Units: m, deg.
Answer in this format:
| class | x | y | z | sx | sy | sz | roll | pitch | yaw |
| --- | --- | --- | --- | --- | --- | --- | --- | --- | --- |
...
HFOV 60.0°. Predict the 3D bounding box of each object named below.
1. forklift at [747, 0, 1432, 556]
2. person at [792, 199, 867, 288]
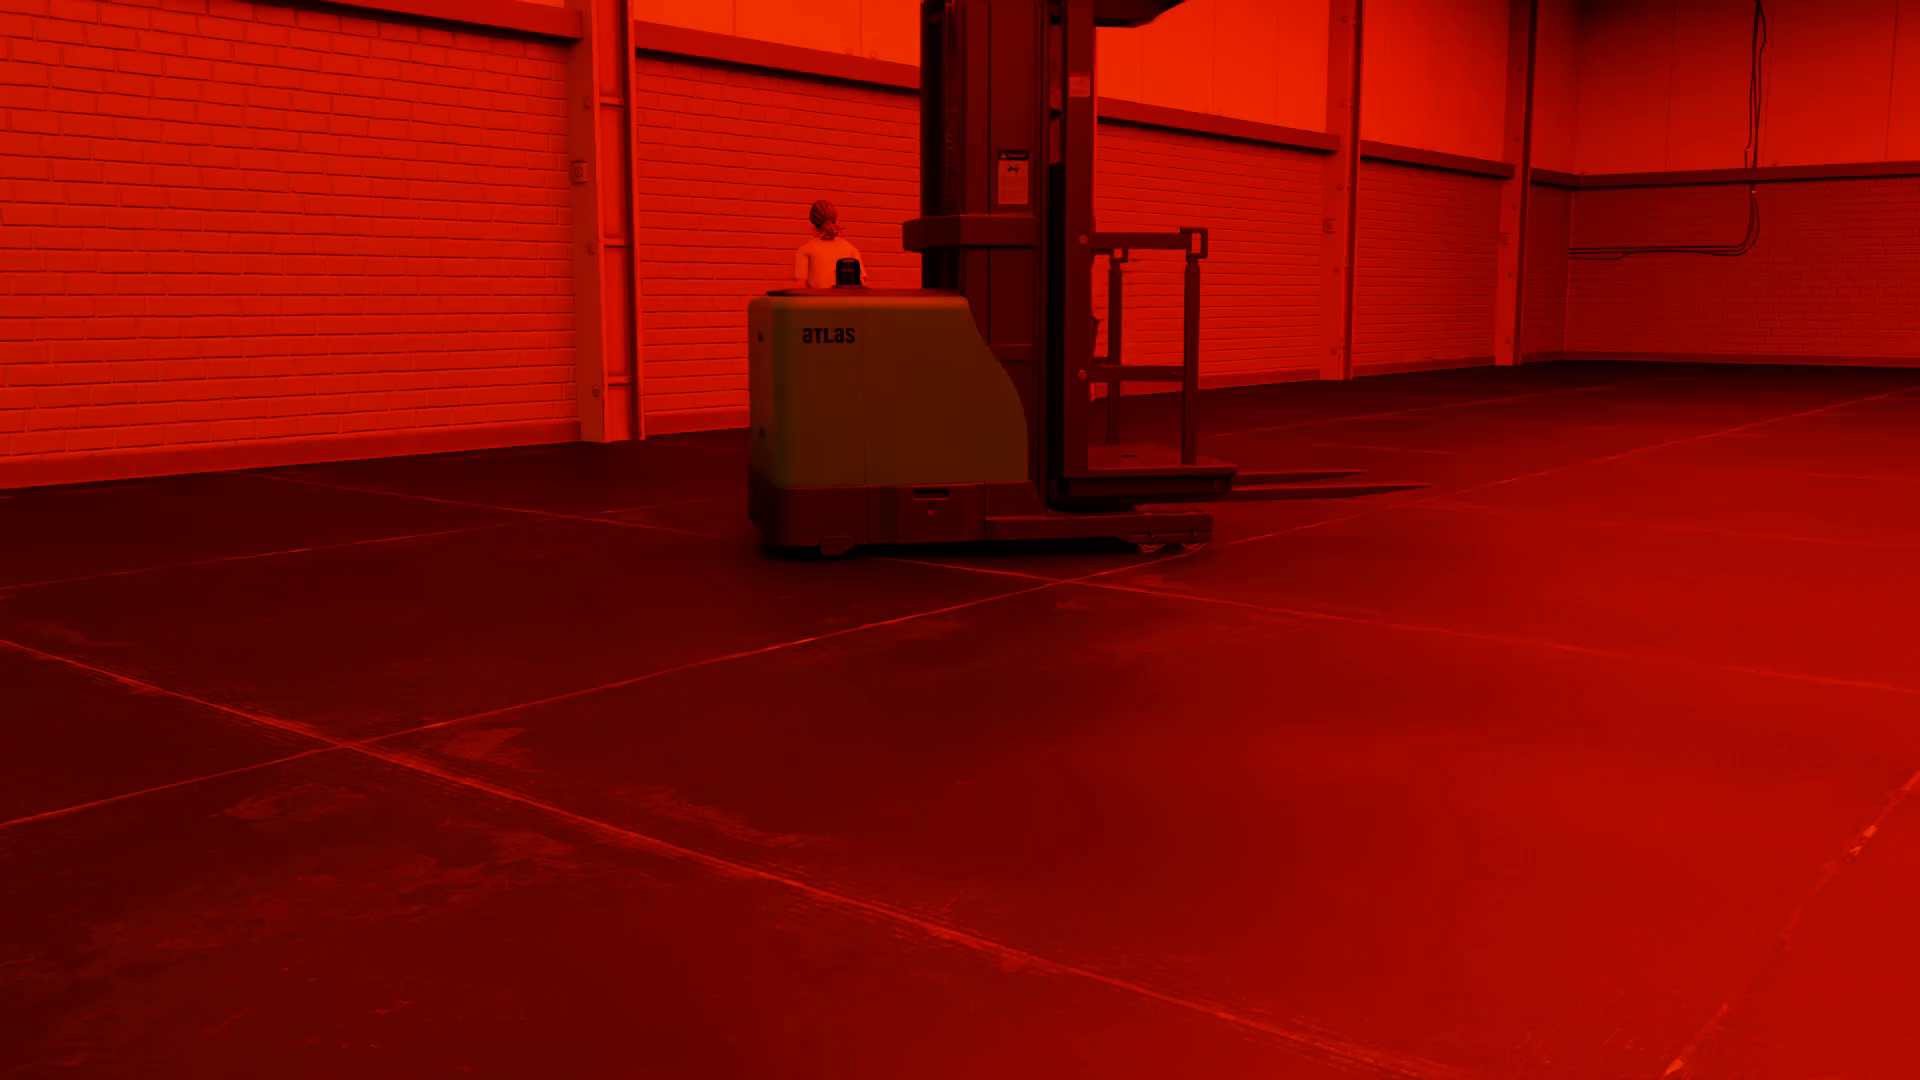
| class | x | y | z | sx | sy | sz | roll | pitch | yaw |
| --- | --- | --- | --- | --- | --- | --- | --- | --- | --- |
| forklift | 0.603 | -1.475 | 7.359 | 3.031 | 2.935 | 1.130 | -2 | 9 | -14 |
| person | -0.814 | -1.285 | 10.430 | 0.516 | 1.667 | 0.365 | -2 | 9 | -16 |
